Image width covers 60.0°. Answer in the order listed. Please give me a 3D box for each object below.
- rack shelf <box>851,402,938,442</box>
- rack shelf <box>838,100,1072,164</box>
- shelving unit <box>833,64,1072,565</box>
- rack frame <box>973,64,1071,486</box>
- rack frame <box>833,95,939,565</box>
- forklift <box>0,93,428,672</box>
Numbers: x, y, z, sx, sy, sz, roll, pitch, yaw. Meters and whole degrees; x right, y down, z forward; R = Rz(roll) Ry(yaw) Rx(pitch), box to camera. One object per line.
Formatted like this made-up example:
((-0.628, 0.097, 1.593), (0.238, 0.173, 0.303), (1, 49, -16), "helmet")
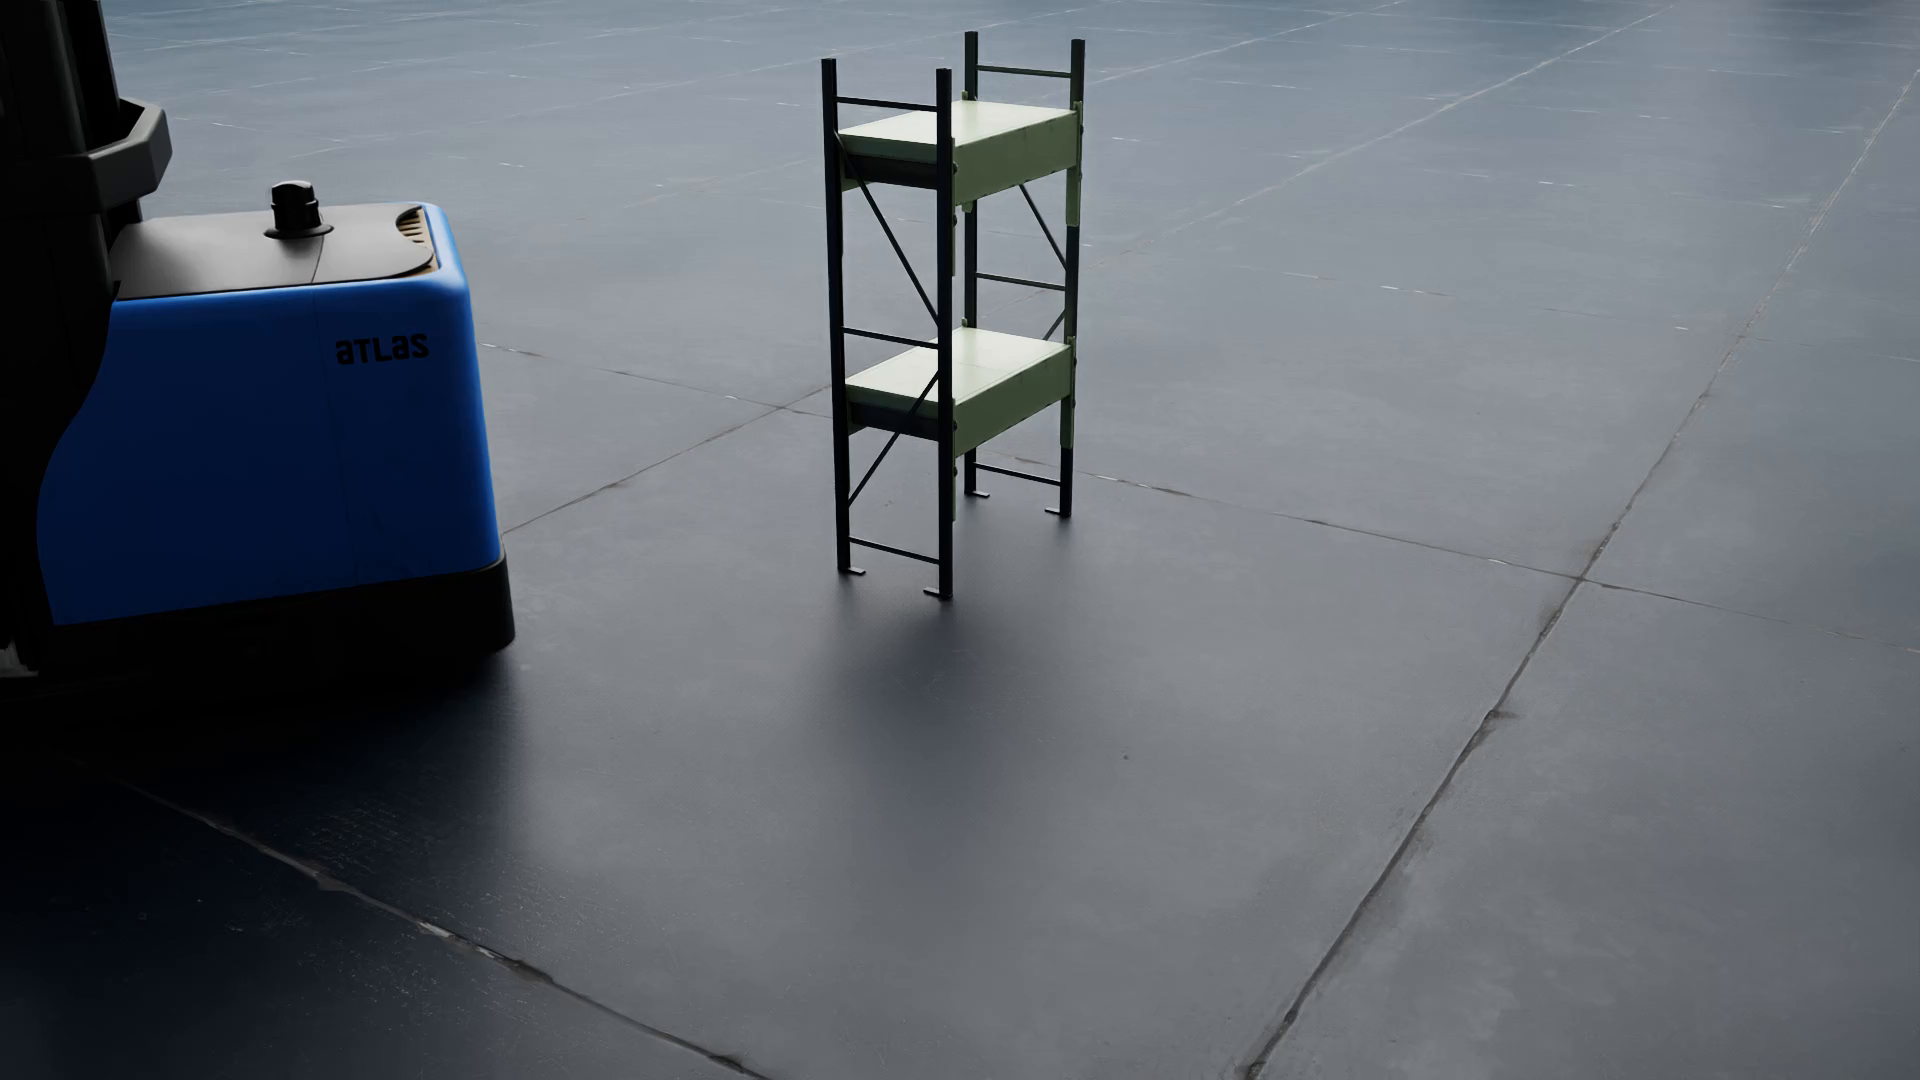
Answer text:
((-0.004, -0.452, 5.048), (0.332, 0.071, 0.664), (14, 27, 29), "rack shelf")
((-0.003, -1.167, 4.739), (0.368, 0.052, 0.686), (14, 27, 29), "rack shelf")
((-0.002, -0.686, 4.946), (0.380, 1.308, 0.742), (14, 27, 29), "shelving unit")
((0.191, -0.809, 5.232), (0.380, 1.308, 0.010), (14, 27, 29), "rack frame")
((-0.195, -0.562, 4.661), (0.380, 1.308, 0.010), (14, 27, 29), "rack frame")
((-2.771, -0.987, 3.840), (3.031, 2.935, 1.109), (-8, 25, -18), "forklift")
